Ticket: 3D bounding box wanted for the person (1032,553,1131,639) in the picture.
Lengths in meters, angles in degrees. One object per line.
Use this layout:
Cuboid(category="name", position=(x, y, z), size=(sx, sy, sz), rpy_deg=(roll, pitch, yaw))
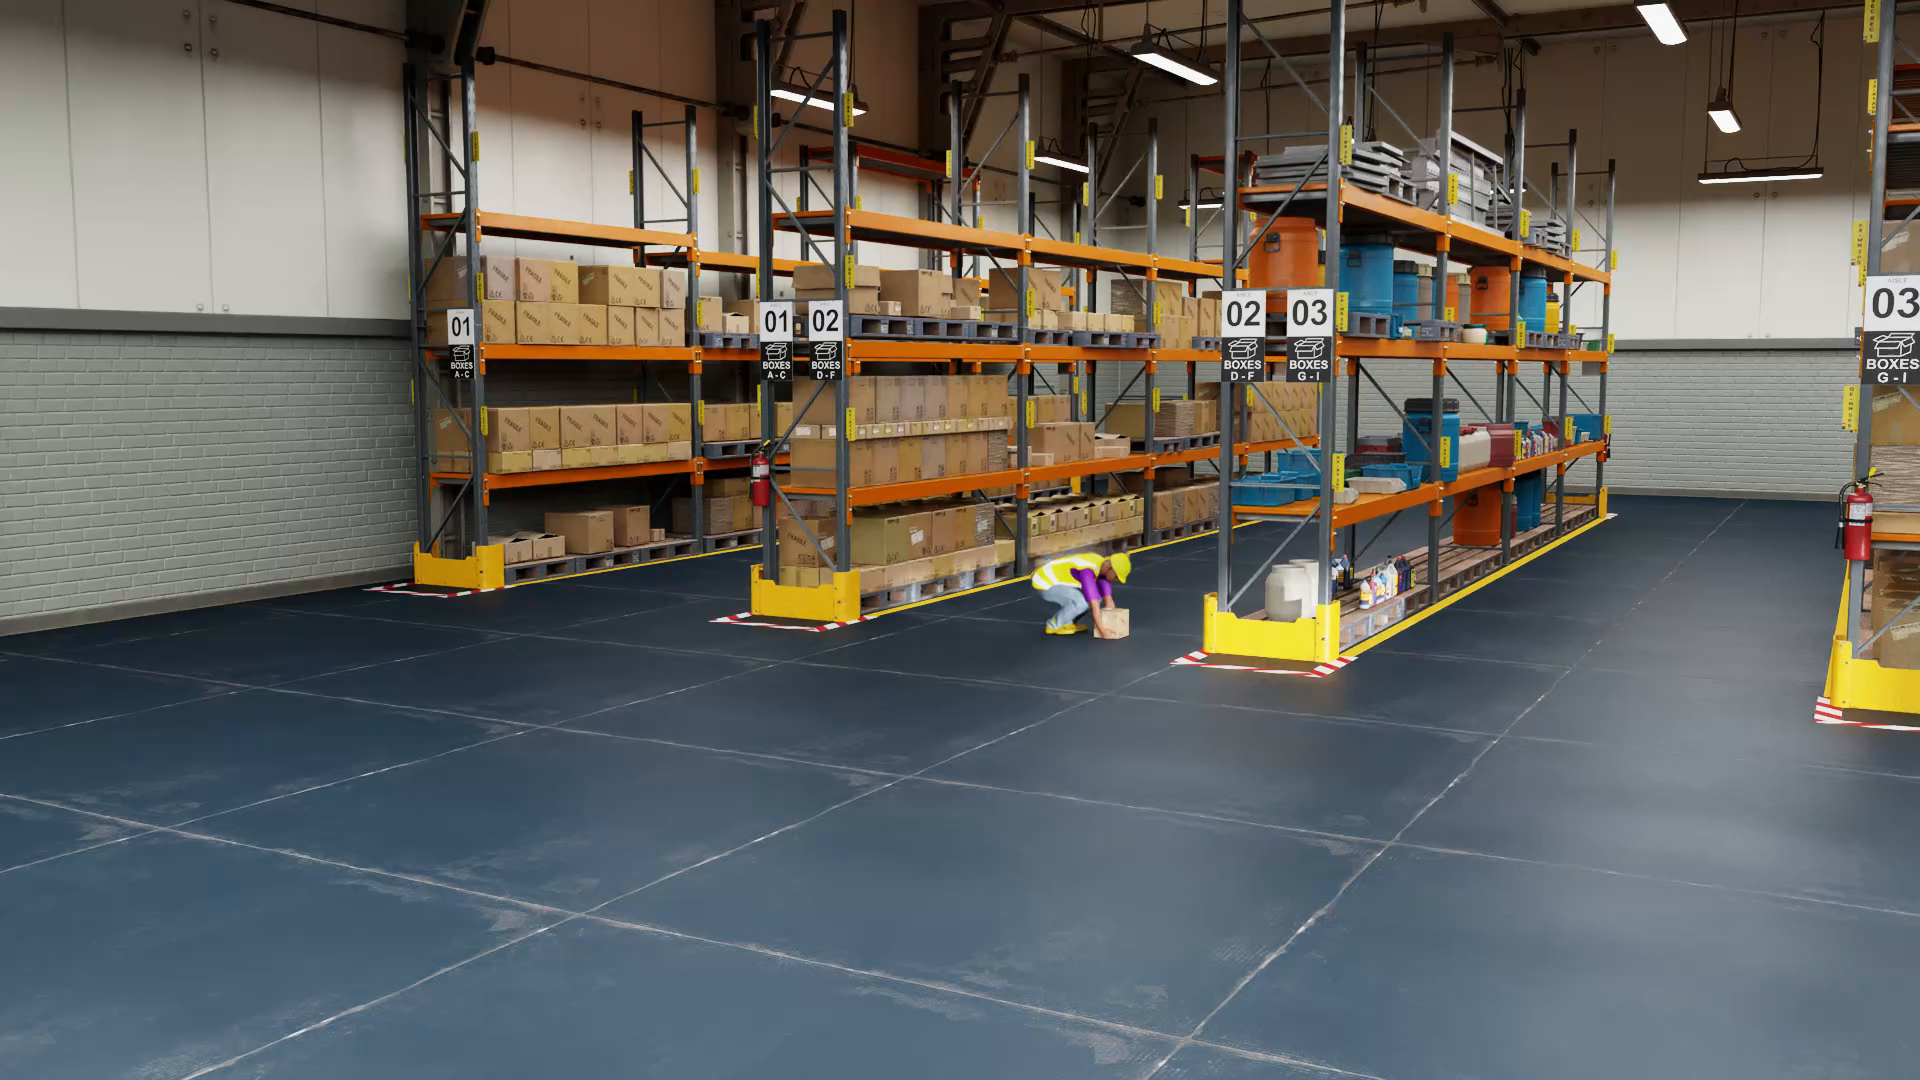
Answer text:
Cuboid(category="person", position=(1.177, 0.521, 15.907), size=(0.954, 0.828, 0.526), rpy_deg=(3, 7, 27))
